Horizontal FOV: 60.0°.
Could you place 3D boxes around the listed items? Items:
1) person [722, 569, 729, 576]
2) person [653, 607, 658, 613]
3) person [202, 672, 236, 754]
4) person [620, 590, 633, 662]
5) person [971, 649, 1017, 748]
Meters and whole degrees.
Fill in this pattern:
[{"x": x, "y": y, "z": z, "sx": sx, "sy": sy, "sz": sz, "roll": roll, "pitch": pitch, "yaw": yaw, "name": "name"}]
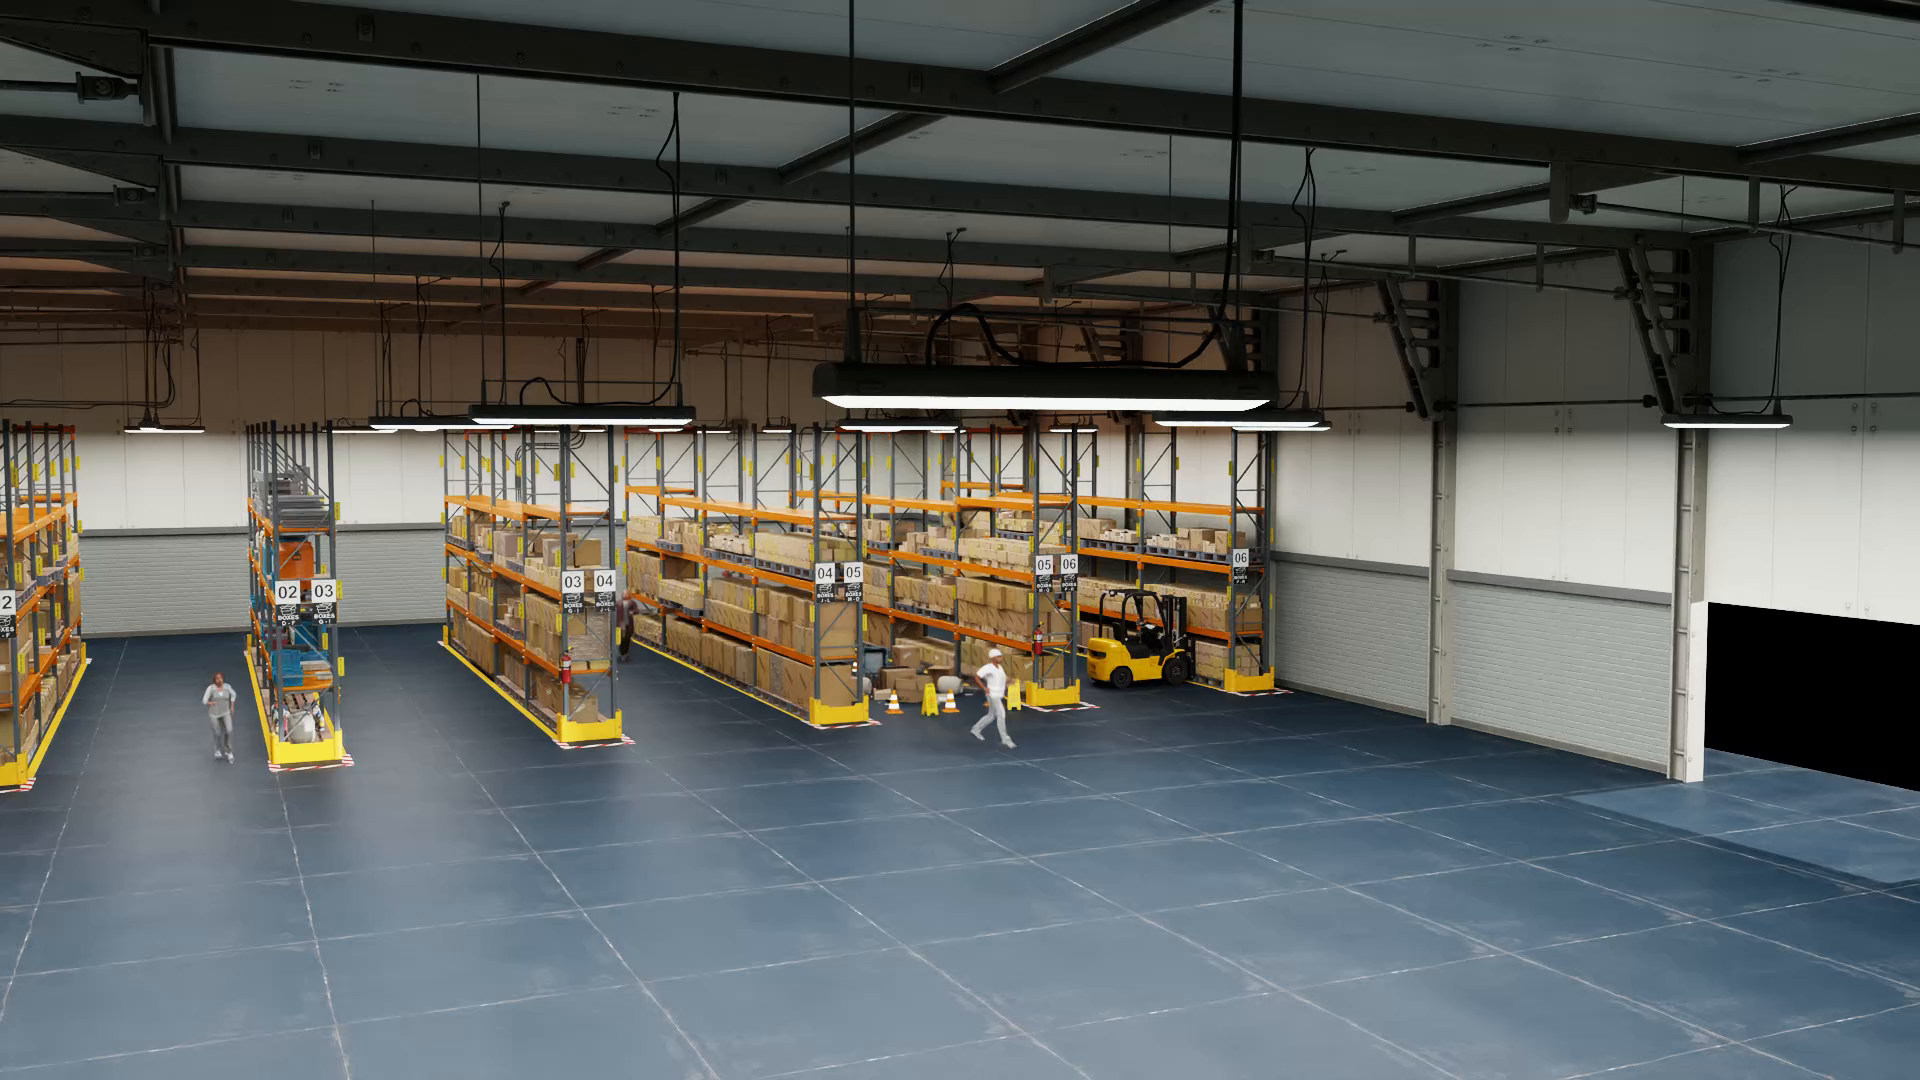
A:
[{"x": -7.016, "y": 1.726, "z": 50.327, "sx": 0.729, "sy": 1.778, "sz": 0.654, "roll": -1, "pitch": 4, "yaw": -22, "name": "person"}, {"x": -8.897, "y": 1.813, "z": 49.058, "sx": 0.513, "sy": 1.554, "sz": 0.600, "roll": -2, "pitch": 4, "yaw": -31, "name": "person"}, {"x": -13.014, "y": 3.027, "z": 29.238, "sx": 0.564, "sy": 1.449, "sz": 0.742, "roll": -2, "pitch": 4, "yaw": -30, "name": "person"}, {"x": -8.556, "y": 2.187, "z": 42.482, "sx": 0.644, "sy": 1.843, "sz": 0.820, "roll": -2, "pitch": 4, "yaw": -26, "name": "person"}, {"x": 0.637, "y": 2.904, "z": 30.718, "sx": 0.956, "sy": 1.792, "sz": 0.667, "roll": 1, "pitch": 4, "yaw": 21, "name": "person"}]
